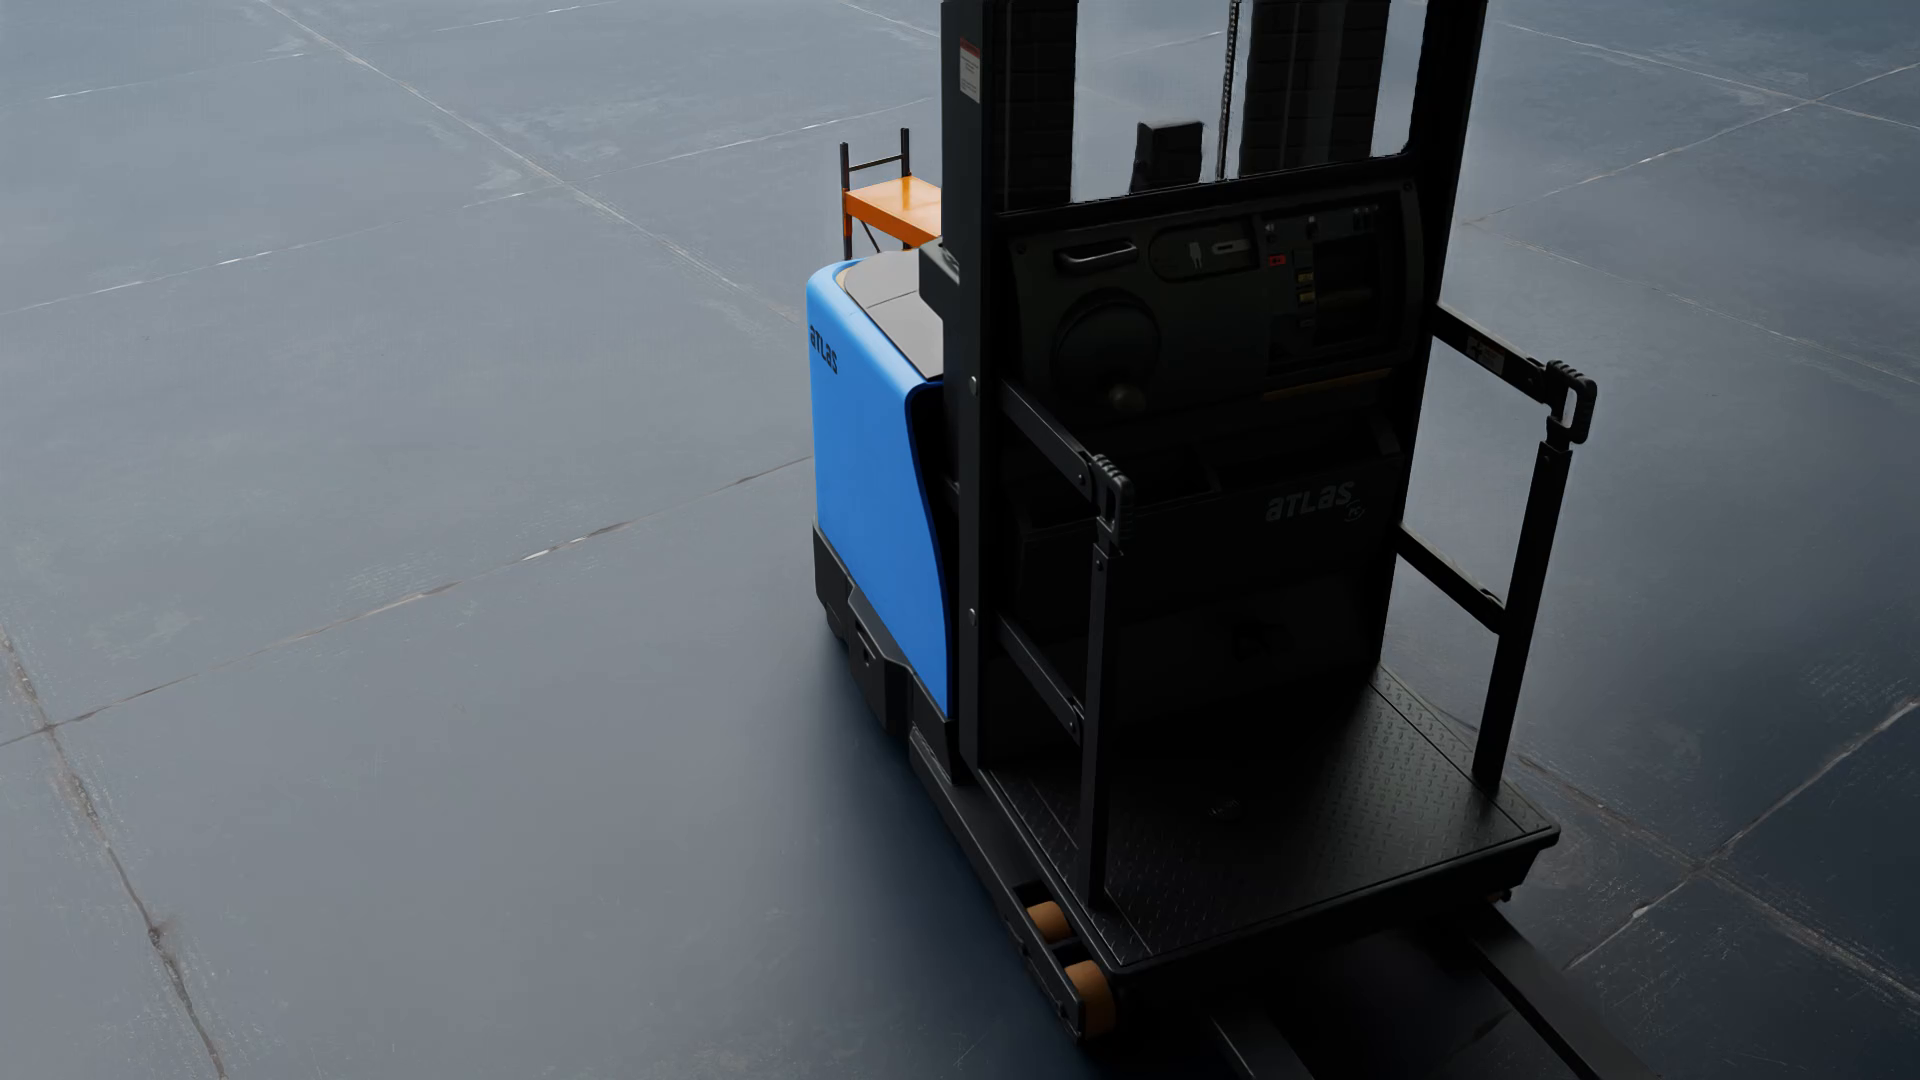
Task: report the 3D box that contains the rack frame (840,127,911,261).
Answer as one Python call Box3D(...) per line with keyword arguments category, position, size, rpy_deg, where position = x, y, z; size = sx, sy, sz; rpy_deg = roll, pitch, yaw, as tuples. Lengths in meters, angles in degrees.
Box3D(category="rack frame", position=(-0.251, -0.680, 5.208), size=(0.240, 1.200, 0.015), rpy_deg=(-22, 38, -31))

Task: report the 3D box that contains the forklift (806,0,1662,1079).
Box3D(category="forklift", position=(0.616, -0.439, 3.179), size=(1.130, 2.935, 3.031), rpy_deg=(-13, 34, -19))

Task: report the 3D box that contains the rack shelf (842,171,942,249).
Box3D(category="rack shelf", position=(-0.101, -0.912, 4.837), size=(0.258, 0.148, 0.480), rpy_deg=(-22, 38, -31))

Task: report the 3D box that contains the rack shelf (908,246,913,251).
Box3D(category="rack shelf", position=(-0.101, -0.712, 4.962), size=(0.258, 0.148, 0.480), rpy_deg=(-22, 38, -31))

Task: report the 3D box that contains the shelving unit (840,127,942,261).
Box3D(category="shelving unit", position=(-0.101, -0.579, 5.045), size=(0.258, 1.200, 0.503), rpy_deg=(-22, 38, -31))
